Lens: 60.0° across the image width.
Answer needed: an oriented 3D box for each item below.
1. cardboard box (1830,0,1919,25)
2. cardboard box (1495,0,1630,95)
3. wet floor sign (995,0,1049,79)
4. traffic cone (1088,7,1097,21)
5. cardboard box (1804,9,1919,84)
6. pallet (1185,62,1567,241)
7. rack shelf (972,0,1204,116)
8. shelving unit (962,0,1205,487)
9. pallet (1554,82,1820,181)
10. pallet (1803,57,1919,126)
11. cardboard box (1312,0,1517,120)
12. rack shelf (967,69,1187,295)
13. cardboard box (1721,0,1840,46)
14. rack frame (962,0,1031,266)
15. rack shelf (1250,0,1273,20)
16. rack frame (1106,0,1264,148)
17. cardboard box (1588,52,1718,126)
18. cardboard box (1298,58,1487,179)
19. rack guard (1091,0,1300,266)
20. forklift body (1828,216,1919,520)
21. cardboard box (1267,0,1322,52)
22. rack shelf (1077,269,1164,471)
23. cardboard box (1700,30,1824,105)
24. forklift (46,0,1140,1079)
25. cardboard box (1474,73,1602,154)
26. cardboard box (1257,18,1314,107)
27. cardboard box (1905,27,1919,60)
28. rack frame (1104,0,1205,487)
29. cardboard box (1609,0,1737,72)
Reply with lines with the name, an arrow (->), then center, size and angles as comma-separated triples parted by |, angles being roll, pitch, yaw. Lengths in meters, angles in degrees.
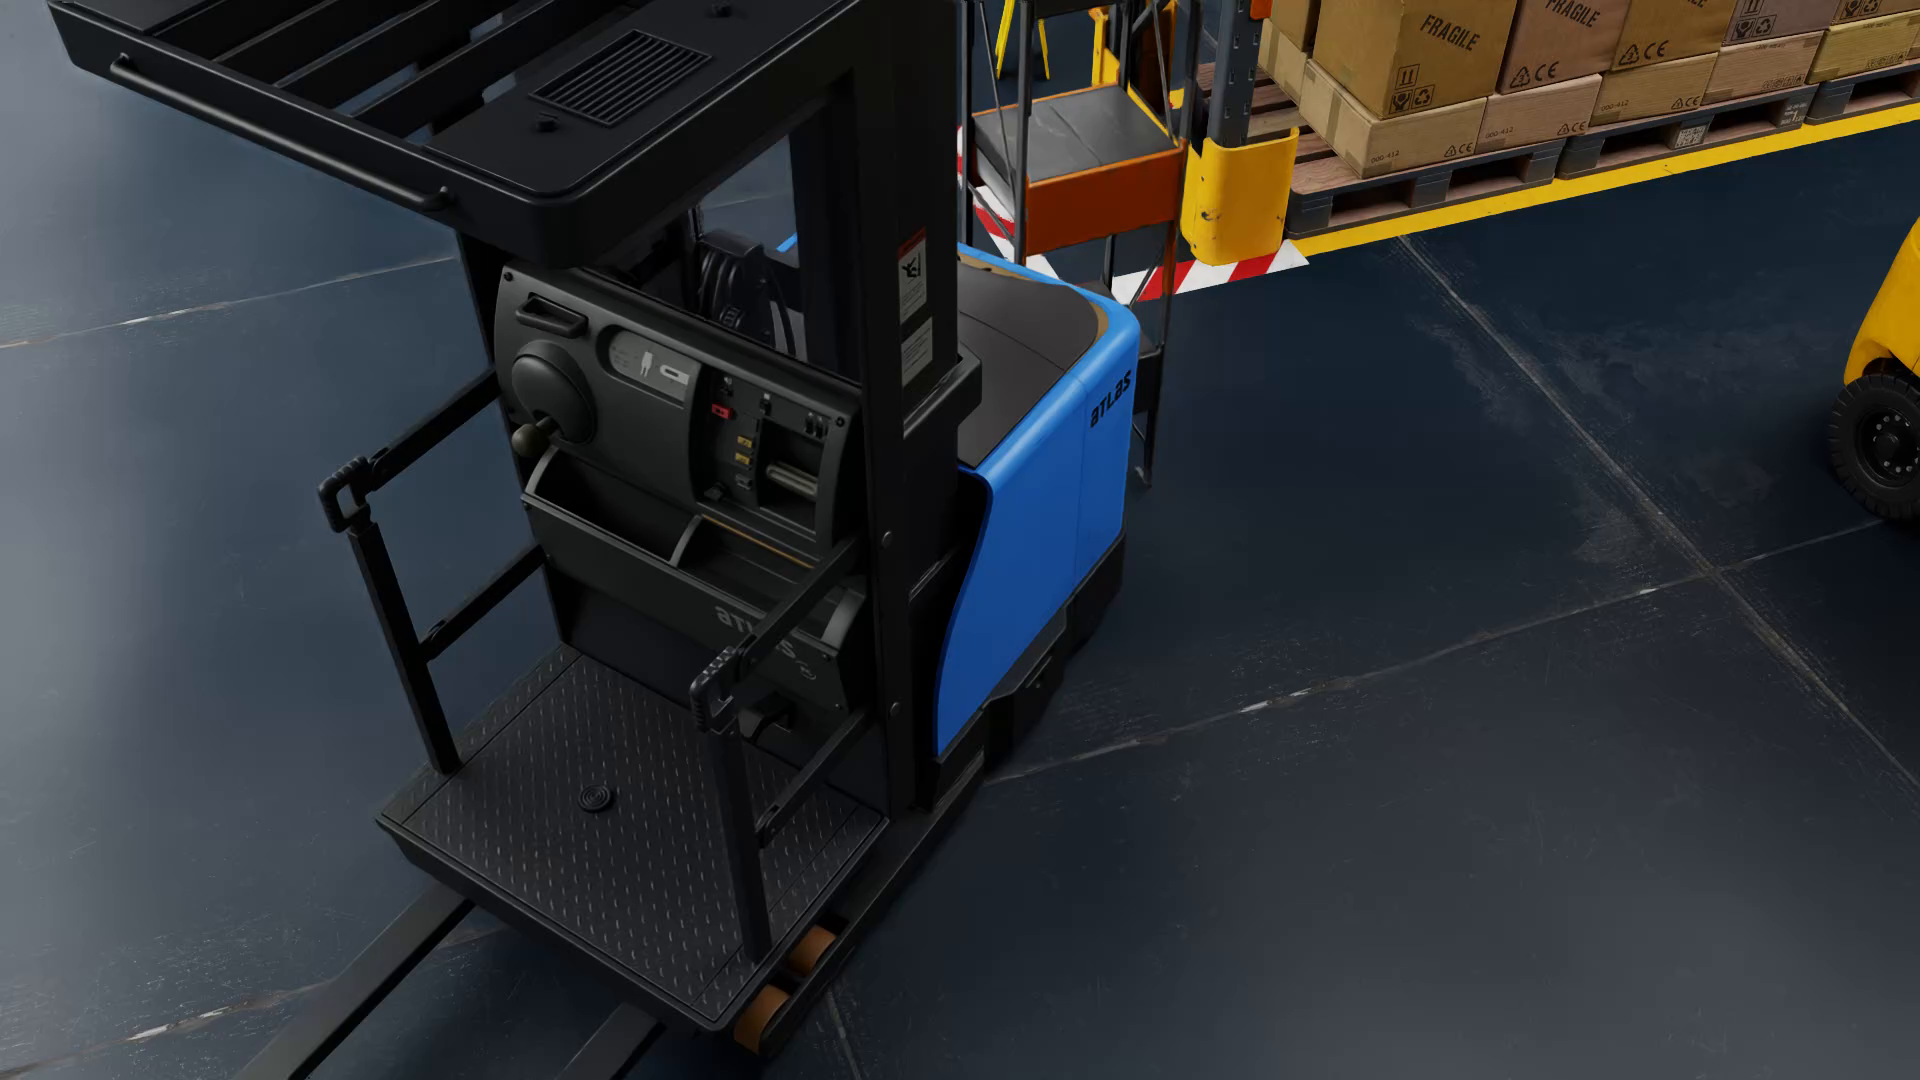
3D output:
cardboard box -> 3.636, -2.453, 6.693 | 0.500, 0.500, 0.500 | -14, 47, -13
cardboard box -> 2.182, -2.081, 6.321 | 0.500, 0.500, 0.500 | -16, 47, -15
wet floor sign -> 0.274, -2.330, 7.116 | 0.232, 0.644, 0.267 | 0, 45, 0
traffic cone -> 0.783, -2.561, 7.476 | 0.334, 0.463, 0.336 | -14, 47, -14
cardboard box -> 3.617, -2.177, 6.947 | 0.500, 0.250, 0.500 | -15, 47, -15
pallet -> 1.664, -1.699, 6.795 | 1.213, 0.211, 1.003 | -14, 47, -14
rack shelf -> 0.315, -1.464, 4.257 | 0.480, 0.518, 0.431 | -17, 47, -16
shelving unit -> 0.315, -0.979, 4.743 | 0.503, 2.100, 0.431 | -17, 47, -16
pallet -> 2.810, -1.990, 7.085 | 1.213, 0.211, 1.003 | -14, 47, -14
pallet -> 3.959, -2.286, 7.380 | 1.213, 0.211, 1.003 | -14, 47, -14
cardboard box -> 1.691, -1.952, 6.193 | 0.500, 0.500, 0.500 | -16, 47, -15
rack shelf -> 0.315, -0.969, 4.753 | 0.480, 0.518, 0.431 | -17, 47, -16
cardboard box -> 3.156, -2.330, 6.570 | 0.500, 0.500, 0.500 | -12, 46, -12
rack frame -> 0.090, -0.912, 4.676 | 0.015, 2.100, 0.400 | -17, 47, -16
rack shelf -> 2.698, -2.721, 6.352 | 4.000, 0.370, 1.077 | -14, 47, -14
rack frame -> 0.816, -2.494, 5.618 | 0.127, 3.000, 1.000 | -14, 47, -14
cardboard box -> 2.661, -1.938, 6.709 | 0.500, 0.250, 0.500 | -11, 46, -11
cardboard box -> 1.669, -1.681, 6.452 | 0.500, 0.250, 0.500 | -15, 47, -14
rack guard -> 0.888, -1.630, 6.521 | 0.348, 0.500, 1.175 | -14, 47, -14
forklift body -> 3.669, -0.560, 4.289 | 1.214, 2.155, 2.313 | -14, 47, -14
cardboard box -> 1.481, -2.302, 6.542 | 0.500, 0.500, 0.500 | -14, 47, -14
rack shelf -> 0.315, -0.475, 5.249 | 0.480, 0.518, 0.431 | -17, 47, -16
cardboard box -> 3.137, -2.058, 6.828 | 0.500, 0.250, 0.500 | -14, 47, -13
forklift -> -0.732, -0.185, 3.365 | 1.130, 2.935, 3.031 | 24, 50, 22
cardboard box -> 2.152, -1.799, 6.570 | 0.500, 0.250, 0.500 | -13, 46, -12
cardboard box -> 1.508, -2.051, 6.821 | 0.500, 0.250, 0.500 | -15, 47, -14
cardboard box -> 4.114, -2.312, 7.081 | 0.500, 0.250, 0.500 | -12, 46, -12
rack frame -> 0.540, -1.046, 4.811 | 0.015, 2.100, 0.400 | -17, 47, -16
cardboard box -> 2.656, -2.196, 6.436 | 0.500, 0.500, 0.500 | -13, 47, -13
